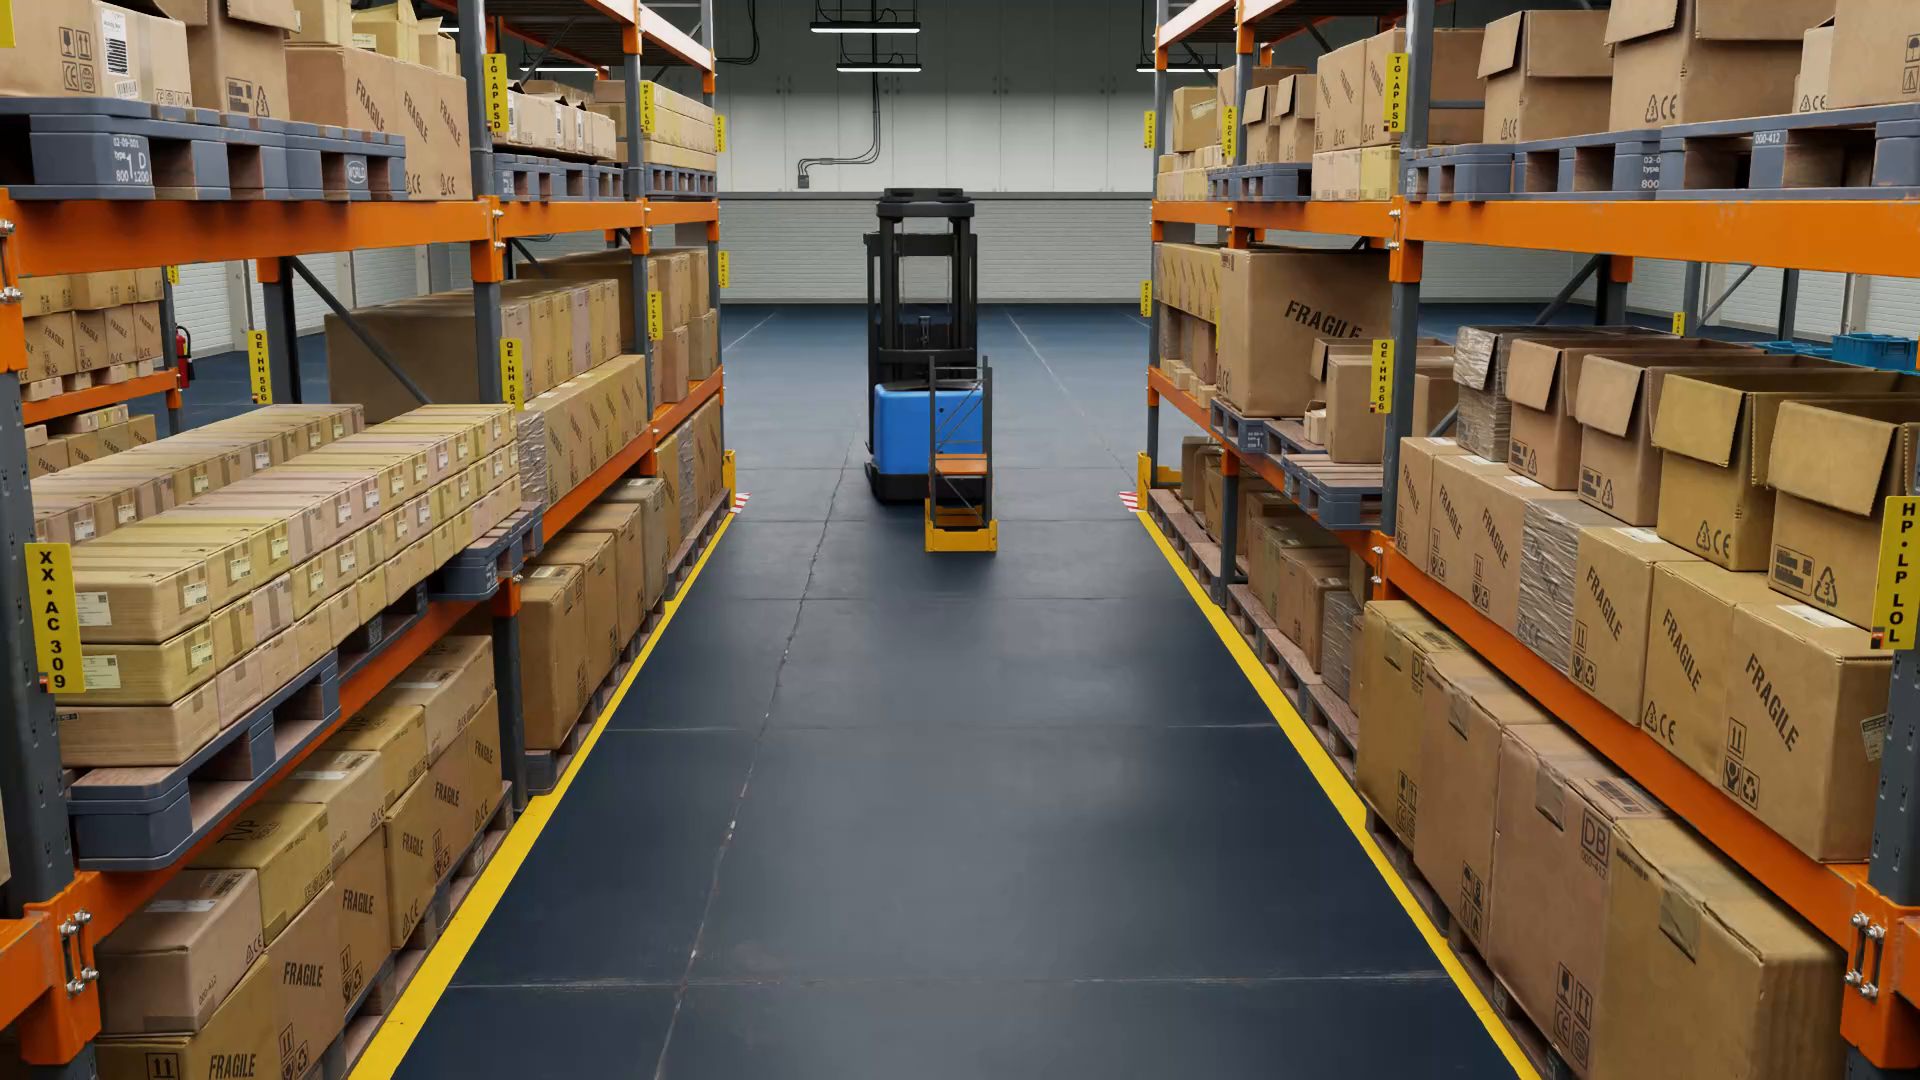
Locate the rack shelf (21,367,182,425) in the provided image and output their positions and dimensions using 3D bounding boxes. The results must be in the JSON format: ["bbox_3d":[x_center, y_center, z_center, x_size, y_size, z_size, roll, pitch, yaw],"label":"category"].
[{"bbox_3d":[-7.613,-1.000,13.255,1.077,0.370,4.000,0,11,-1],"label":"rack shelf"}]

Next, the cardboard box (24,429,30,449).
[{"bbox_3d":[-7.269,-0.745,12.528,0.380,0.149,0.250,0,11,1],"label":"cardboard box"}]

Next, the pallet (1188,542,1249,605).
[{"bbox_3d":[2.286,0.237,12.359,1.003,0.211,1.213,0,11,-1],"label":"pallet"}]

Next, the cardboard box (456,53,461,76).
[{"bbox_3d":[-2.859,-2.319,8.842,0.500,0.500,0.500,0,11,-1],"label":"cardboard box"}]

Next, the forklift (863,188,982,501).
[{"bbox_3d":[-0.400,-2.052,16.802,1.130,2.935,3.031,-1,12,-6],"label":"forklift"}]

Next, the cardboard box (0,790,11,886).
[{"bbox_3d":[-2.168,0.495,3.077,0.500,0.500,0.500,0,11,-1],"label":"cardboard box"}]

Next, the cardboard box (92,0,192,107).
[{"bbox_3d":[-2.268,-1.214,4.120,0.500,0.311,0.500,0,11,-2],"label":"cardboard box"}]

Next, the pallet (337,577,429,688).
[{"bbox_3d":[-2.461,0.287,5.584,1.003,0.211,1.213,0,11,-1],"label":"pallet"}]

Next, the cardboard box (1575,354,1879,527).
[{"bbox_3d":[2.448,-0.333,5.384,0.797,0.503,0.637,0,11,1],"label":"cardboard box"}]

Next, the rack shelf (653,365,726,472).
[{"bbox_3d":[-2.667,-1.041,13.455,1.077,0.370,4.000,0,11,-1],"label":"rack shelf"}]

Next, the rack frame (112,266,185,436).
[{"bbox_3d":[-7.655,-1.751,15.144,1.000,3.000,0.127,0,11,-1],"label":"rack frame"}]

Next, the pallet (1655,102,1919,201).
[{"bbox_3d":[2.433,-0.964,4.204,0.805,0.209,1.217,-1,11,-3],"label":"pallet"}]

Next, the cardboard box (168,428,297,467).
[{"bbox_3d":[-2.713,-0.327,6.208,0.380,0.149,0.250,-1,11,-4],"label":"cardboard box"}]

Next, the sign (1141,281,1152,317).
[{"bbox_3d":[1.711,-2.213,15.247,0.100,0.325,0.005,0,11,-1],"label":"sign"}]

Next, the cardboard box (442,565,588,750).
[{"bbox_3d":[-2.465,0.575,8.285,1.050,0.750,0.750,0,11,-2],"label":"cardboard box"}]

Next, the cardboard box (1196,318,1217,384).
[{"bbox_3d":[2.302,-1.479,12.806,0.875,0.500,0.500,0,11,-1],"label":"cardboard box"}]

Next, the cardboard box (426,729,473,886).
[{"bbox_3d":[-2.261,1.051,6.563,0.500,0.500,0.500,0,11,1],"label":"cardboard box"}]

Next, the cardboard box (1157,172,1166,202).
[{"bbox_3d":[2.005,-3.091,14.584,0.500,0.250,0.500,0,11,1],"label":"cardboard box"}]

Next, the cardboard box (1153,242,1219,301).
[{"bbox_3d":[1.992,-2.366,14.661,0.500,0.500,0.500,0,11,-1],"label":"cardboard box"}]

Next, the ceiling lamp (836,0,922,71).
[{"bbox_3d":[-1.907,-12.633,39.017,2.000,3.185,0.800,0,11,-1],"label":"ceiling lamp"}]

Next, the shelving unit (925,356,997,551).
[{"bbox_3d":[-0.002,-0.750,13.985,0.587,1.500,1.083,0,11,-1],"label":"shelving unit"}]

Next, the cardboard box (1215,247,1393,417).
[{"bbox_3d":[2.212,-1.337,10.542,1.000,1.000,1.000,0,11,-1],"label":"cardboard box"}]

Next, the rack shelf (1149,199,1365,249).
[{"bbox_3d":[2.294,-2.511,13.158,1.077,0.370,4.000,0,11,-1],"label":"rack shelf"}]

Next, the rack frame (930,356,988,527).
[{"bbox_3d":[-0.012,-0.853,14.492,0.500,1.500,0.032,0,11,-1],"label":"rack frame"}]

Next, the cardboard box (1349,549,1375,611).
[{"bbox_3d":[2.353,0.202,8.811,0.500,0.250,0.500,1,12,5],"label":"cardboard box"}]

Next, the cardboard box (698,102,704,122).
[{"bbox_3d":[-2.346,-3.566,13.866,0.380,0.149,0.250,0,11,0],"label":"cardboard box"}]

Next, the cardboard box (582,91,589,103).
[{"bbox_3d":[-2.973,-3.261,12.364,0.380,0.149,0.250,0,11,-1],"label":"cardboard box"}]

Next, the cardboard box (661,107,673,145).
[{"bbox_3d":[-2.367,-2.992,12.038,0.500,0.250,0.500,0,11,-2],"label":"cardboard box"}]

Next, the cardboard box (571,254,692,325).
[{"bbox_3d":[-2.619,-1.994,13.251,0.875,0.550,0.500,0,11,-1],"label":"cardboard box"}]

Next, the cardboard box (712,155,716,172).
[{"bbox_3d":[-2.362,-3.328,14.699,0.380,0.149,0.250,0,11,-1],"label":"cardboard box"}]

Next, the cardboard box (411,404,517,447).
[{"bbox_3d":[-2.074,-0.479,6.957,0.380,0.149,0.250,-1,11,-3],"label":"cardboard box"}]

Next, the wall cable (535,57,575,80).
[{"bbox_3d":[-10.158,-12.046,45.912,3.097,2.526,0.112,0,11,-1],"label":"wall cable"}]

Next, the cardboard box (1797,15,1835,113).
[{"bbox_3d":[2.568,-1.257,4.332,0.500,0.311,0.500,-1,11,-3],"label":"cardboard box"}]

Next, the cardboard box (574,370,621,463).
[{"bbox_3d":[-2.326,-0.741,9.917,0.500,0.500,0.500,0,11,-1],"label":"cardboard box"}]

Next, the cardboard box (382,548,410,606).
[{"bbox_3d":[-2.043,0.122,5.490,0.380,0.149,0.250,-1,11,-4],"label":"cardboard box"}]

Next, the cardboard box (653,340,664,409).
[{"bbox_3d":[-2.679,-1.252,12.308,0.875,0.550,0.550,0,11,-1],"label":"cardboard box"}]

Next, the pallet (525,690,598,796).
[{"bbox_3d":[-2.484,1.009,8.555,1.003,0.211,1.213,0,11,-1],"label":"pallet"}]

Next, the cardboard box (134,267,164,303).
[{"bbox_3d":[-7.426,-2.335,14.508,0.700,0.500,0.500,-1,11,-3],"label":"cardboard box"}]

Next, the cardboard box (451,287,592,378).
[{"bbox_3d":[-2.586,-1.234,9.829,0.700,0.500,0.500,0,11,-1],"label":"cardboard box"}]

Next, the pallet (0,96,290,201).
[{"bbox_3d":[-2.366,-0.907,3.912,1.213,0.211,1.003,0,11,-1],"label":"pallet"}]

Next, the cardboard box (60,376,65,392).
[{"bbox_3d":[-7.421,-1.250,13.308,0.380,0.149,0.250,0,11,-1],"label":"cardboard box"}]

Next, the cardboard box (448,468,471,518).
[{"bbox_3d":[-2.057,-0.178,6.219,0.380,0.149,0.250,0,11,-1],"label":"cardboard box"}]

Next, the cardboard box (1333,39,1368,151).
[{"bbox_3d":[2.137,-2.161,8.112,0.500,0.500,0.500,0,11,-1],"label":"cardboard box"}]

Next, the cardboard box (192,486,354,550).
[{"bbox_3d":[-2.031,-0.067,4.924,0.380,0.149,0.250,0,11,-2],"label":"cardboard box"}]

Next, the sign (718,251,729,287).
[{"bbox_3d":[-2.165,-2.474,15.201,0.100,0.325,0.005,0,11,-1],"label":"sign"}]

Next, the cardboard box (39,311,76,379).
[{"bbox_3d":[-7.364,-1.539,13.100,0.500,0.500,0.500,0,11,0],"label":"cardboard box"}]

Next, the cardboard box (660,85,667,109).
[{"bbox_3d":[-2.304,-3.163,11.881,0.380,0.149,0.250,0,11,-2],"label":"cardboard box"}]

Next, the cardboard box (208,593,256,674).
[{"bbox_3d":[-2.016,0.234,4.188,0.380,0.149,0.250,0,11,-2],"label":"cardboard box"}]

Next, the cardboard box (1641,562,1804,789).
[{"bbox_3d":[2.215,0.355,4.514,0.500,0.500,0.500,0,11,1],"label":"cardboard box"}]

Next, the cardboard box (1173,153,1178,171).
[{"bbox_3d":[1.999,-3.171,13.977,0.380,0.149,0.250,0,11,1],"label":"cardboard box"}]

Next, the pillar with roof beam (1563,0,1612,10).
[{"bbox_3d":[13.065,-10.603,43.688,9.100,9.000,0.548,0,11,-1],"label":"pillar with roof beam"}]

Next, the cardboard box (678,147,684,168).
[{"bbox_3d":[-2.321,-2.925,12.710,0.380,0.149,0.250,0,11,-1],"label":"cardboard box"}]
